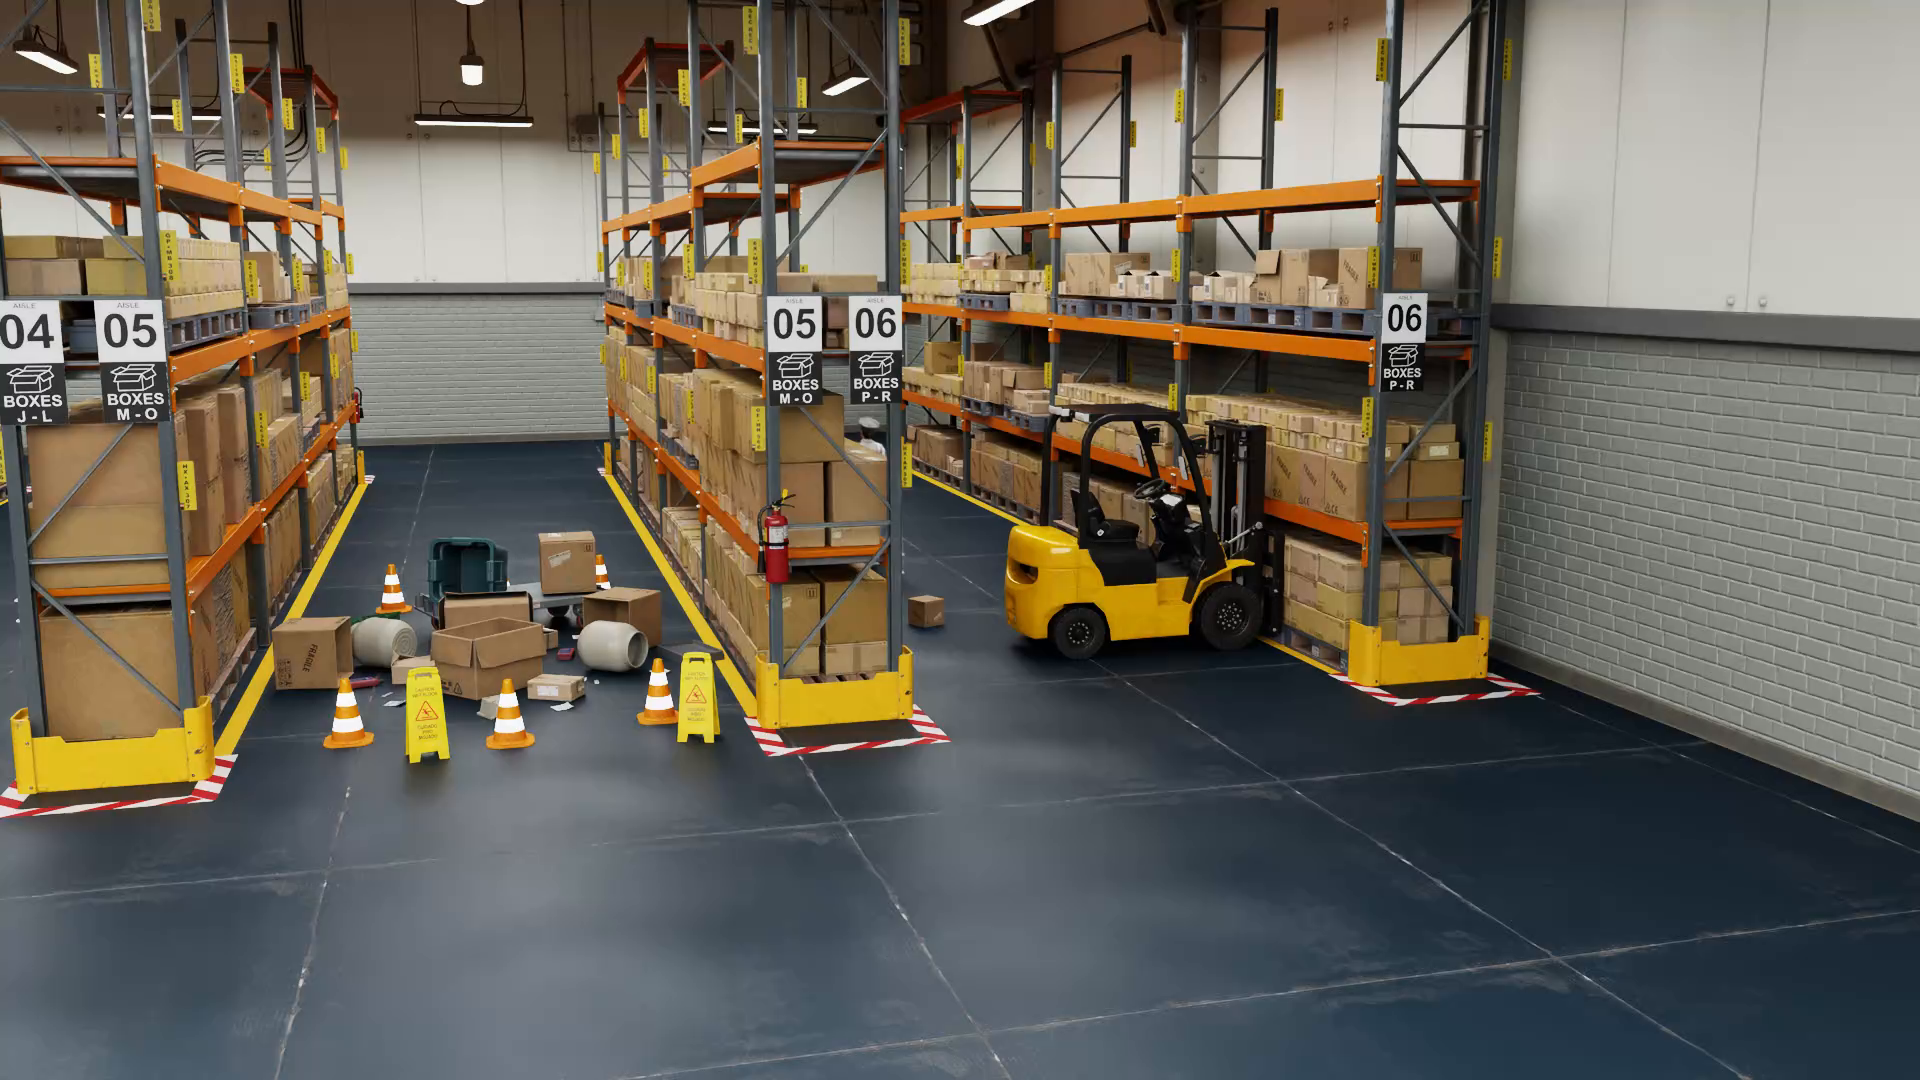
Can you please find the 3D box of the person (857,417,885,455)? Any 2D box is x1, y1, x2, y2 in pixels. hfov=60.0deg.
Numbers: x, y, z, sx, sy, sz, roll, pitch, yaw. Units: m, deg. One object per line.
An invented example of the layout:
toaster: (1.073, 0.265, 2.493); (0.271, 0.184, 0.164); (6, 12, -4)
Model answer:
person: (-1.103, -0.601, 19.369); (0.489, 1.658, 0.805); (-3, 10, -17)
